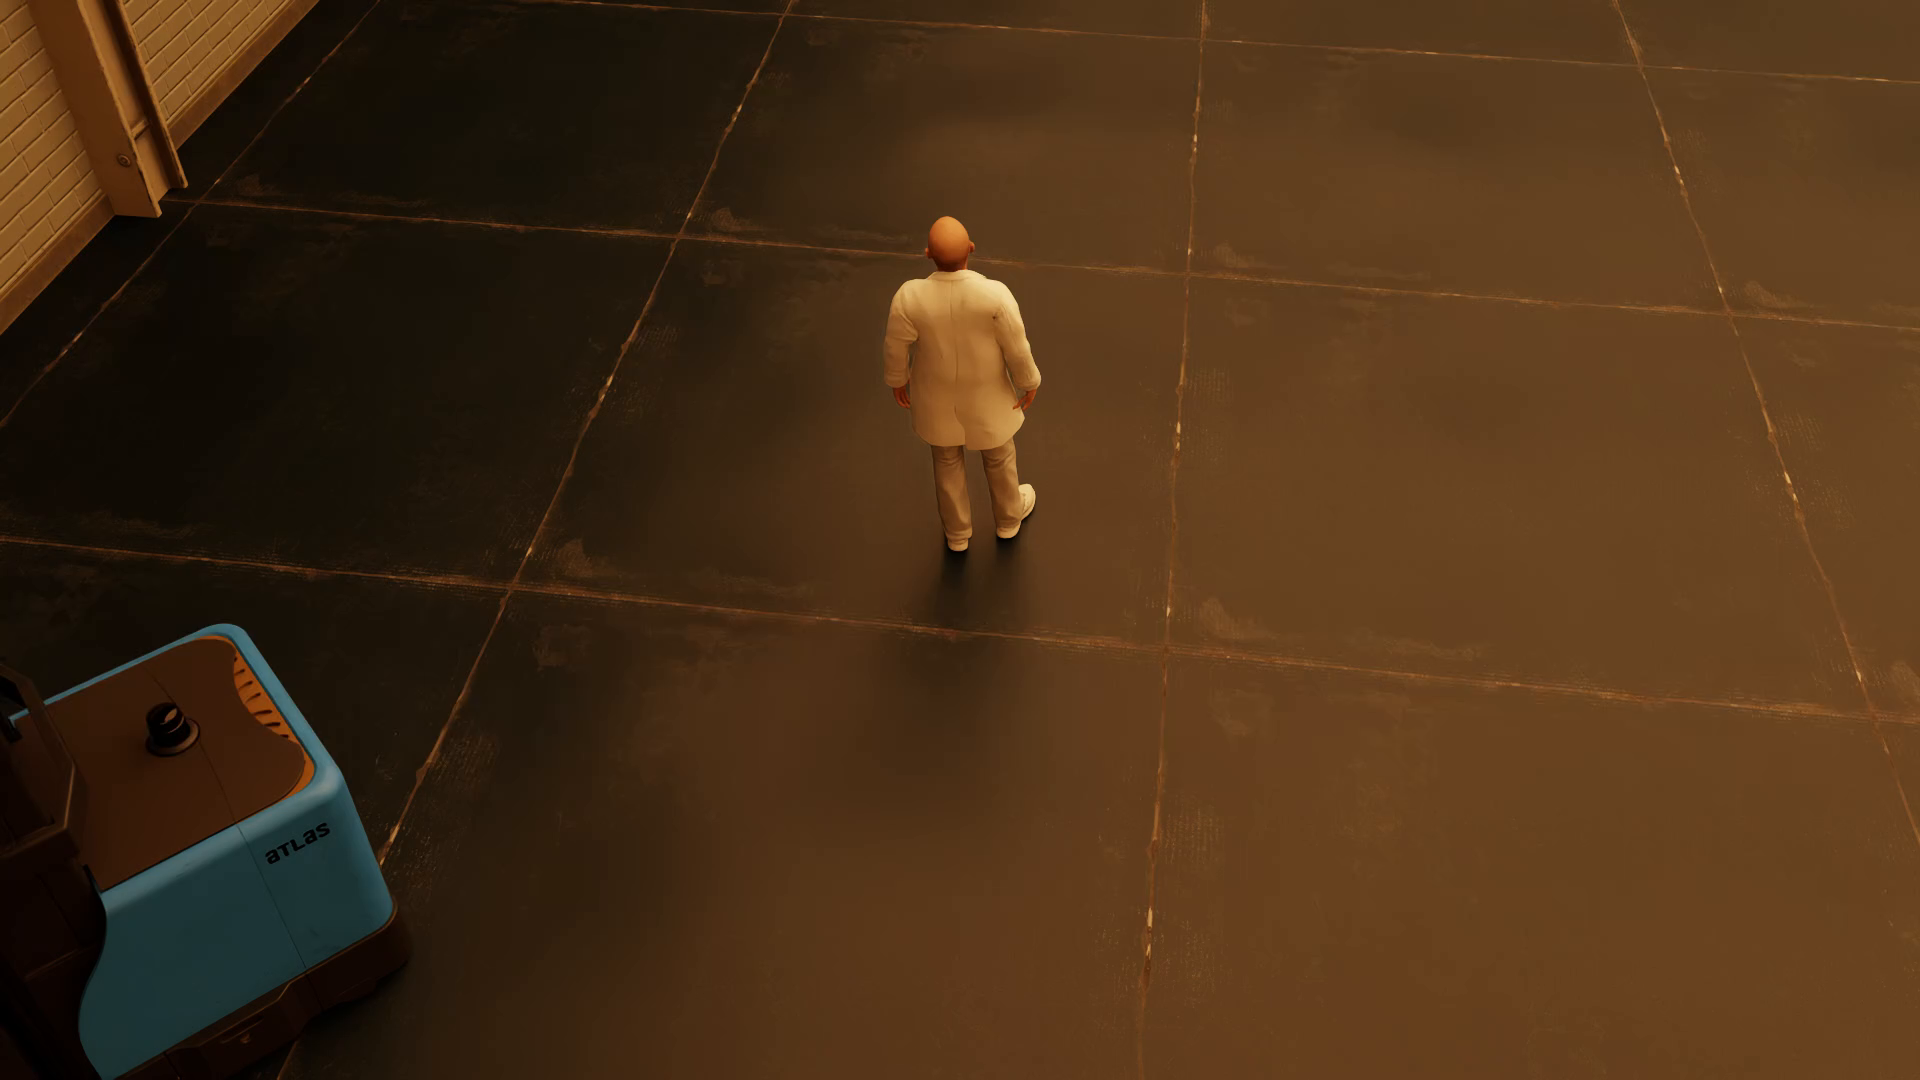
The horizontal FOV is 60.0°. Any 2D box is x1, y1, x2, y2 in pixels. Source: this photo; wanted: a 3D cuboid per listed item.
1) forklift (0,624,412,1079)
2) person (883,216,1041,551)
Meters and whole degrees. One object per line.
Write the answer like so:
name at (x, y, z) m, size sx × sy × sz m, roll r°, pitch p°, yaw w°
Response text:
forklift at (-3.490, 0.867, 4.781) m, size 3.031 × 2.935 × 1.130 m, roll -29°, pitch 50°, yaw -28°
person at (0.017, -0.720, 7.350) m, size 0.696 × 1.776 × 0.581 m, roll 5°, pitch 43°, yaw 6°
